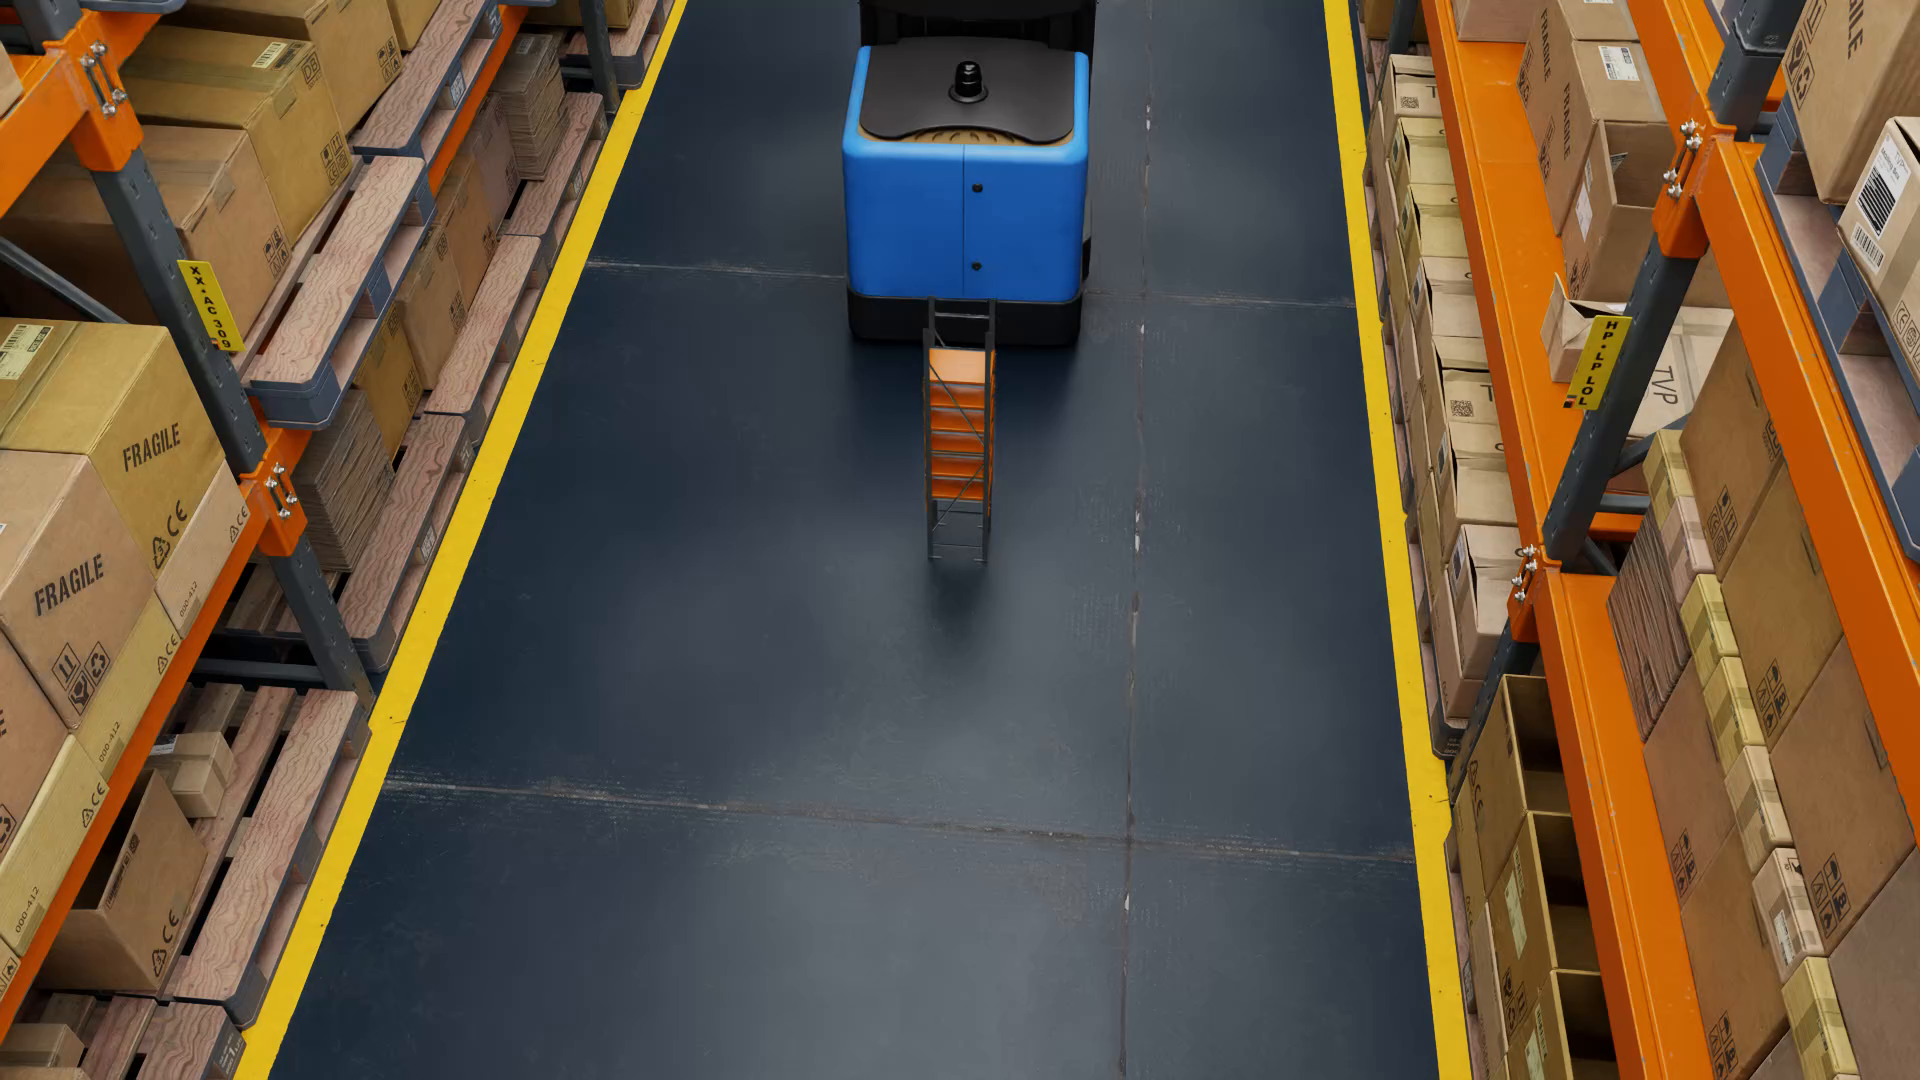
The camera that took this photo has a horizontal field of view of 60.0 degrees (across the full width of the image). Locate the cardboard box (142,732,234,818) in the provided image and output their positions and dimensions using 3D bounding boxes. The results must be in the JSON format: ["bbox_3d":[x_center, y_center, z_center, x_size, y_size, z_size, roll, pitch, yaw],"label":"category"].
[{"bbox_3d":[-2.707,0.796,5.637,0.380,0.166,0.250,-2,48,-2],"label":"cardboard box"}]

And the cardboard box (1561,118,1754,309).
[{"bbox_3d":[2.379,-1.061,5.646,0.500,0.500,0.500,7,48,6],"label":"cardboard box"}]

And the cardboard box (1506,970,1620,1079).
[{"bbox_3d":[1.800,1.511,4.432,0.500,0.500,0.500,4,48,4],"label":"cardboard box"}]

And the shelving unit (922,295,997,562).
[{"bbox_3d":[-0.001,-0.394,6.323,0.258,1.200,0.189,4,48,4],"label":"shelving unit"}]

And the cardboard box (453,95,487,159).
[{"bbox_3d":[-2.452,-1.957,7.421,0.500,0.250,0.500,5,48,4],"label":"cardboard box"}]

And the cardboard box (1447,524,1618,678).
[{"bbox_3d":[1.996,0.203,5.756,0.500,0.311,0.500,4,48,4],"label":"cardboard box"}]

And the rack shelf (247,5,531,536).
[{"bbox_3d":[-2.506,-1.634,6.725,1.077,0.370,4.000,4,48,4],"label":"rack shelf"}]

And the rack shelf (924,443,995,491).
[{"bbox_3d":[-0.001,-0.283,6.445,0.258,0.103,0.180,4,48,4],"label":"rack shelf"}]

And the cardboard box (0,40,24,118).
[{"bbox_3d":[-2.488,-1.071,3.608,0.500,0.500,0.500,5,48,5],"label":"cardboard box"}]

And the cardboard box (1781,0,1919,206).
[{"bbox_3d":[1.937,-0.960,3.141,0.500,0.500,0.500,7,48,7],"label":"cardboard box"}]

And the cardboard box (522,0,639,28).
[{"bbox_3d":[-2.126,-3.294,8.929,0.750,0.750,0.750,3,48,3],"label":"cardboard box"}]

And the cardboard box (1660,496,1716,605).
[{"bbox_3d":[2.005,0.039,4.200,0.380,0.149,0.250,5,48,4],"label":"cardboard box"}]

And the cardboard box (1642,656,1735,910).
[{"bbox_3d":[2.169,0.604,4.123,0.700,0.500,0.500,3,48,3],"label":"cardboard box"}]

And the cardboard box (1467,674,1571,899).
[{"bbox_3d":[1.891,0.776,5.104,0.500,0.500,0.500,4,48,4],"label":"cardboard box"}]

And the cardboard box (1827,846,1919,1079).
[{"bbox_3d":[2.074,0.884,2.987,0.700,0.500,0.500,4,48,4],"label":"cardboard box"}]

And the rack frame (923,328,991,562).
[{"bbox_3d":[-0.010,-0.327,6.262,0.240,1.200,0.006,4,48,4],"label":"rack frame"}]

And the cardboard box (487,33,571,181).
[{"bbox_3d":[-2.338,-2.119,8.077,0.700,0.500,0.500,4,48,4],"label":"cardboard box"}]

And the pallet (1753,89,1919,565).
[{"bbox_3d":[2.193,-0.431,3.165,1.003,0.211,1.213,4,48,4],"label":"pallet"}]

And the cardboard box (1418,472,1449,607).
[{"bbox_3d":[2.042,0.013,6.310,0.500,0.250,0.500,3,48,3],"label":"cardboard box"}]

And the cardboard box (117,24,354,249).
[{"bbox_3d":[-2.550,-1.371,5.632,0.700,0.500,0.500,8,48,8],"label":"cardboard box"}]

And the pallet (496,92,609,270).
[{"bbox_3d":[-2.397,-1.831,8.308,1.003,0.211,1.213,4,48,4],"label":"pallet"}]

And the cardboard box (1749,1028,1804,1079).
[{"bbox_3d":[2.074,1.349,3.442,0.700,0.500,0.500,5,48,5],"label":"cardboard box"}]

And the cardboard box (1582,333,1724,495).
[{"bbox_3d":[2.246,-0.391,5.202,0.500,0.250,0.500,7,48,6],"label":"cardboard box"}]

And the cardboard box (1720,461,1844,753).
[{"bbox_3d":[2.166,0.149,3.660,0.700,0.500,0.500,4,48,3],"label":"cardboard box"}]

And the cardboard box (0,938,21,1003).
[{"bbox_3d":[-2.559,1.111,3.815,0.500,0.250,0.500,4,48,4],"label":"cardboard box"}]

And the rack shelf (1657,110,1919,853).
[{"bbox_3d":[2.063,0.623,2.628,1.077,0.370,4.000,4,48,4],"label":"rack shelf"}]

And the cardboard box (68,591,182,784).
[{"bbox_3d":[-2.483,0.370,4.492,0.500,0.250,0.500,4,48,4],"label":"cardboard box"}]

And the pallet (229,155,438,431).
[{"bbox_3d":[-2.474,-0.894,5.691,1.003,0.211,1.213,4,48,4],"label":"pallet"}]

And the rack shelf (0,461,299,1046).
[{"bbox_3d":[-2.871,1.305,4.037,1.077,0.370,4.000,4,48,4],"label":"rack shelf"}]

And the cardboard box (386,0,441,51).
[{"bbox_3d":[-2.448,-2.266,6.450,0.700,0.500,0.500,4,48,4],"label":"cardboard box"}]

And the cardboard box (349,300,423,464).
[{"bbox_3d":[-2.641,-0.637,6.722,0.700,0.500,0.500,3,48,3],"label":"cardboard box"}]

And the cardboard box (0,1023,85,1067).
[{"bbox_3d":[-2.854,1.580,4.932,0.380,0.149,0.250,0,48,0],"label":"cardboard box"}]

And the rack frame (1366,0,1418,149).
[{"bbox_3d":[2.610,-3.016,7.502,1.000,3.000,0.127,4,48,4],"label":"rack frame"}]

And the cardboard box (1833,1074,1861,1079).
[{"bbox_3d":[1.865,1.176,3.160,0.380,0.149,0.250,3,48,3],"label":"cardboard box"}]

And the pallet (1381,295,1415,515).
[{"bbox_3d":[2.382,-0.579,7.162,1.003,0.211,1.213,4,48,4],"label":"pallet"}]

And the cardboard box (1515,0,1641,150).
[{"bbox_3d":[2.473,-1.816,6.336,0.500,0.500,0.500,2,48,1],"label":"cardboard box"}]

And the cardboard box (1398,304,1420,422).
[{"bbox_3d":[2.136,-0.736,6.995,0.500,0.250,0.500,5,48,4],"label":"cardboard box"}]

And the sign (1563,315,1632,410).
[{"bbox_3d":[1.704,-0.470,4.442,0.100,0.325,0.005,4,48,4],"label":"sign"}]

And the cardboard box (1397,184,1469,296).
[{"bbox_3d":[2.181,-1.293,7.125,0.500,0.311,0.500,3,48,2],"label":"cardboard box"}]

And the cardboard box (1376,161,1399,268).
[{"bbox_3d":[2.224,-1.496,7.690,0.500,0.250,0.500,3,48,2],"label":"cardboard box"}]

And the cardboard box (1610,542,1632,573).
[{"bbox_3d":[2.531,0.233,5.729,0.500,0.311,0.500,4,48,4],"label":"cardboard box"}]

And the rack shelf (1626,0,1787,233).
[{"bbox_3d":[2.427,-2.316,5.316,1.077,0.370,4.000,4,48,4],"label":"rack shelf"}]

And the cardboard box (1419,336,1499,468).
[{"bbox_3d":[2.085,-0.546,6.441,0.500,0.311,0.500,4,48,3],"label":"cardboard box"}]

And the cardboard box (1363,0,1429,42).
[{"bbox_3d":[2.461,-3.024,8.905,0.500,0.500,0.500,6,48,5],"label":"cardboard box"}]

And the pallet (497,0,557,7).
[{"bbox_3d":[-2.283,-2.751,7.389,1.213,0.211,1.003,4,48,4],"label":"pallet"}]

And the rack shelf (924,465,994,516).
[{"bbox_3d":[-0.001,-0.202,6.533,0.258,0.103,0.180,4,48,4],"label":"rack shelf"}]

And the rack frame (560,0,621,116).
[{"bbox_3d":[-2.324,-3.347,7.804,1.000,3.000,0.127,4,48,4],"label":"rack frame"}]

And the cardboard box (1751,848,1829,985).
[{"bbox_3d":[1.914,0.802,3.502,0.380,0.149,0.250,3,48,2],"label":"cardboard box"}]

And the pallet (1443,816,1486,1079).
[{"bbox_3d":[2.131,1.446,5.311,1.003,0.211,1.213,4,48,4],"label":"pallet"}]

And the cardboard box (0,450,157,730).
[{"bbox_3d":[-2.463,0.119,4.214,0.500,0.500,0.500,4,48,3],"label":"cardboard box"}]

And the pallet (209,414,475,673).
[{"bbox_3d":[-2.619,-0.038,6.668,1.003,0.211,1.213,4,48,4],"label":"pallet"}]

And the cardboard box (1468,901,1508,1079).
[{"bbox_3d":[1.850,1.397,5.044,0.500,0.250,0.500,4,48,4],"label":"cardboard box"}]

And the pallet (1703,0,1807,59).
[{"bbox_3d":[2.312,-1.674,4.371,0.805,0.209,1.217,2,48,2],"label":"pallet"}]

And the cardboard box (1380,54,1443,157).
[{"bbox_3d":[2.269,-2.054,7.821,0.500,0.311,0.500,5,48,5],"label":"cardboard box"}]

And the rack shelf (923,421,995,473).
[{"bbox_3d":[-0.001,-0.364,6.356,0.258,0.103,0.180,4,48,4],"label":"rack shelf"}]

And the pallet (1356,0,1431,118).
[{"bbox_3d":[2.715,-2.621,9.030,1.003,0.211,1.213,4,48,4],"label":"pallet"}]

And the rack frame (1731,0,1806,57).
[{"bbox_3d":[2.245,-2.102,2.600,1.000,3.000,0.127,4,48,4],"label":"rack frame"}]

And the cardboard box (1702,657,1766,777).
[{"bbox_3d":[1.961,0.422,3.850,0.380,0.149,0.250,3,48,3],"label":"cardboard box"}]

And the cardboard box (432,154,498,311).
[{"bbox_3d":[-2.517,-1.381,7.402,0.700,0.500,0.500,4,48,3],"label":"cardboard box"}]

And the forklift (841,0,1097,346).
[{"bbox_3d":[0.096,-2.947,7.485,1.130,2.935,3.031,2,48,2],"label":"forklift"}]
